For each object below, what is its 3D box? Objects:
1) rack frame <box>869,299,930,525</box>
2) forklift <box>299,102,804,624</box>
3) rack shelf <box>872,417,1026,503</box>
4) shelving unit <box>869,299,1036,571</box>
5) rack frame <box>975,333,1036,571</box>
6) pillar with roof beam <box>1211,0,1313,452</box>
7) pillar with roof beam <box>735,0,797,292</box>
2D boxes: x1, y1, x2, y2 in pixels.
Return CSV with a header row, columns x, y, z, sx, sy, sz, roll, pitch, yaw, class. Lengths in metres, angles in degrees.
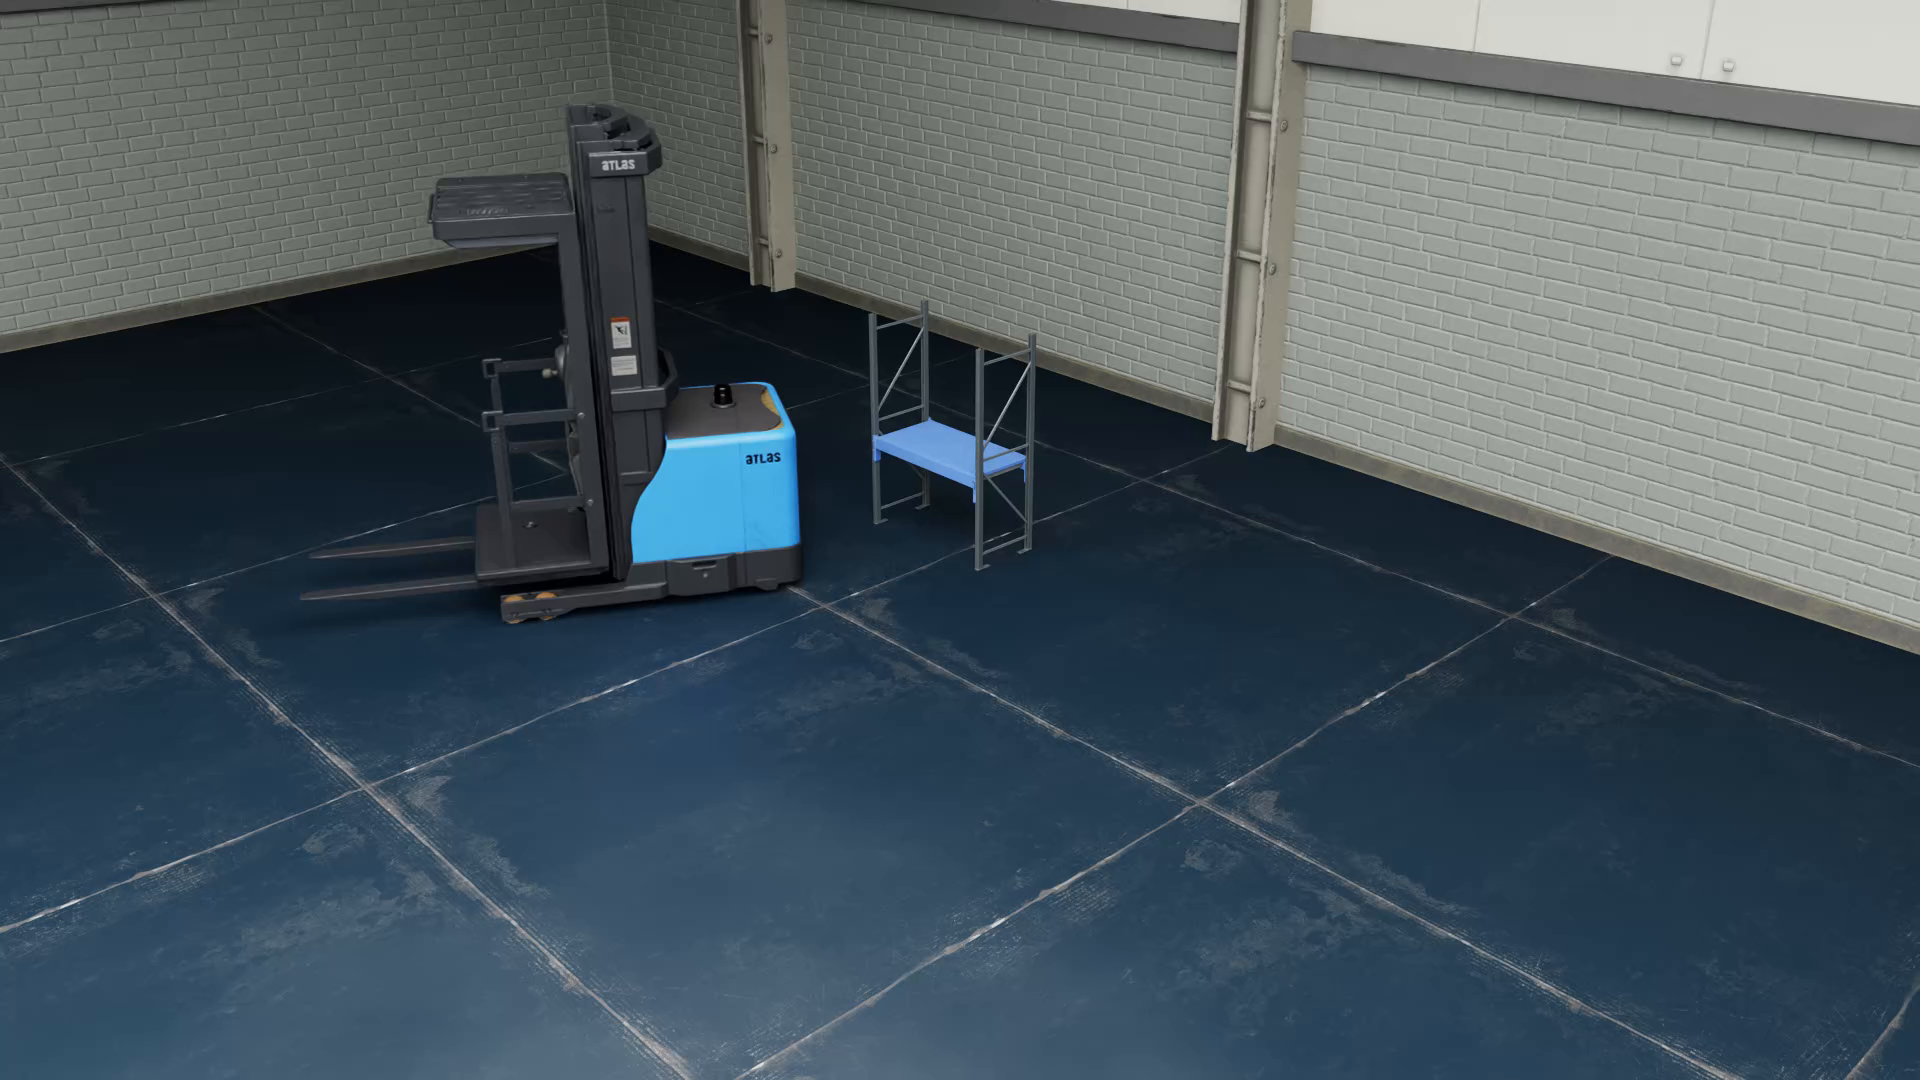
x,y,z,sx,sy,sz,roll,pitch,yaw,class
-0.406,-0.862,11.333,0.500,1.500,0.032,-21,32,-38,rack frame
-2.568,-1.067,10.057,3.031,2.935,1.130,-6,25,-13,forklift
-0.058,-0.545,11.070,0.538,0.185,1.000,-21,32,-38,rack shelf
-0.058,-0.708,10.995,0.538,1.500,1.048,-21,32,-38,shelving unit
0.289,-0.554,10.658,0.500,1.500,0.032,-21,32,-38,rack frame
-0.936,-3.647,8.402,9.100,9.000,0.400,-21,32,-38,pillar with roof beam
-5.037,-5.465,12.387,9.100,9.000,0.400,-21,32,-38,pillar with roof beam
